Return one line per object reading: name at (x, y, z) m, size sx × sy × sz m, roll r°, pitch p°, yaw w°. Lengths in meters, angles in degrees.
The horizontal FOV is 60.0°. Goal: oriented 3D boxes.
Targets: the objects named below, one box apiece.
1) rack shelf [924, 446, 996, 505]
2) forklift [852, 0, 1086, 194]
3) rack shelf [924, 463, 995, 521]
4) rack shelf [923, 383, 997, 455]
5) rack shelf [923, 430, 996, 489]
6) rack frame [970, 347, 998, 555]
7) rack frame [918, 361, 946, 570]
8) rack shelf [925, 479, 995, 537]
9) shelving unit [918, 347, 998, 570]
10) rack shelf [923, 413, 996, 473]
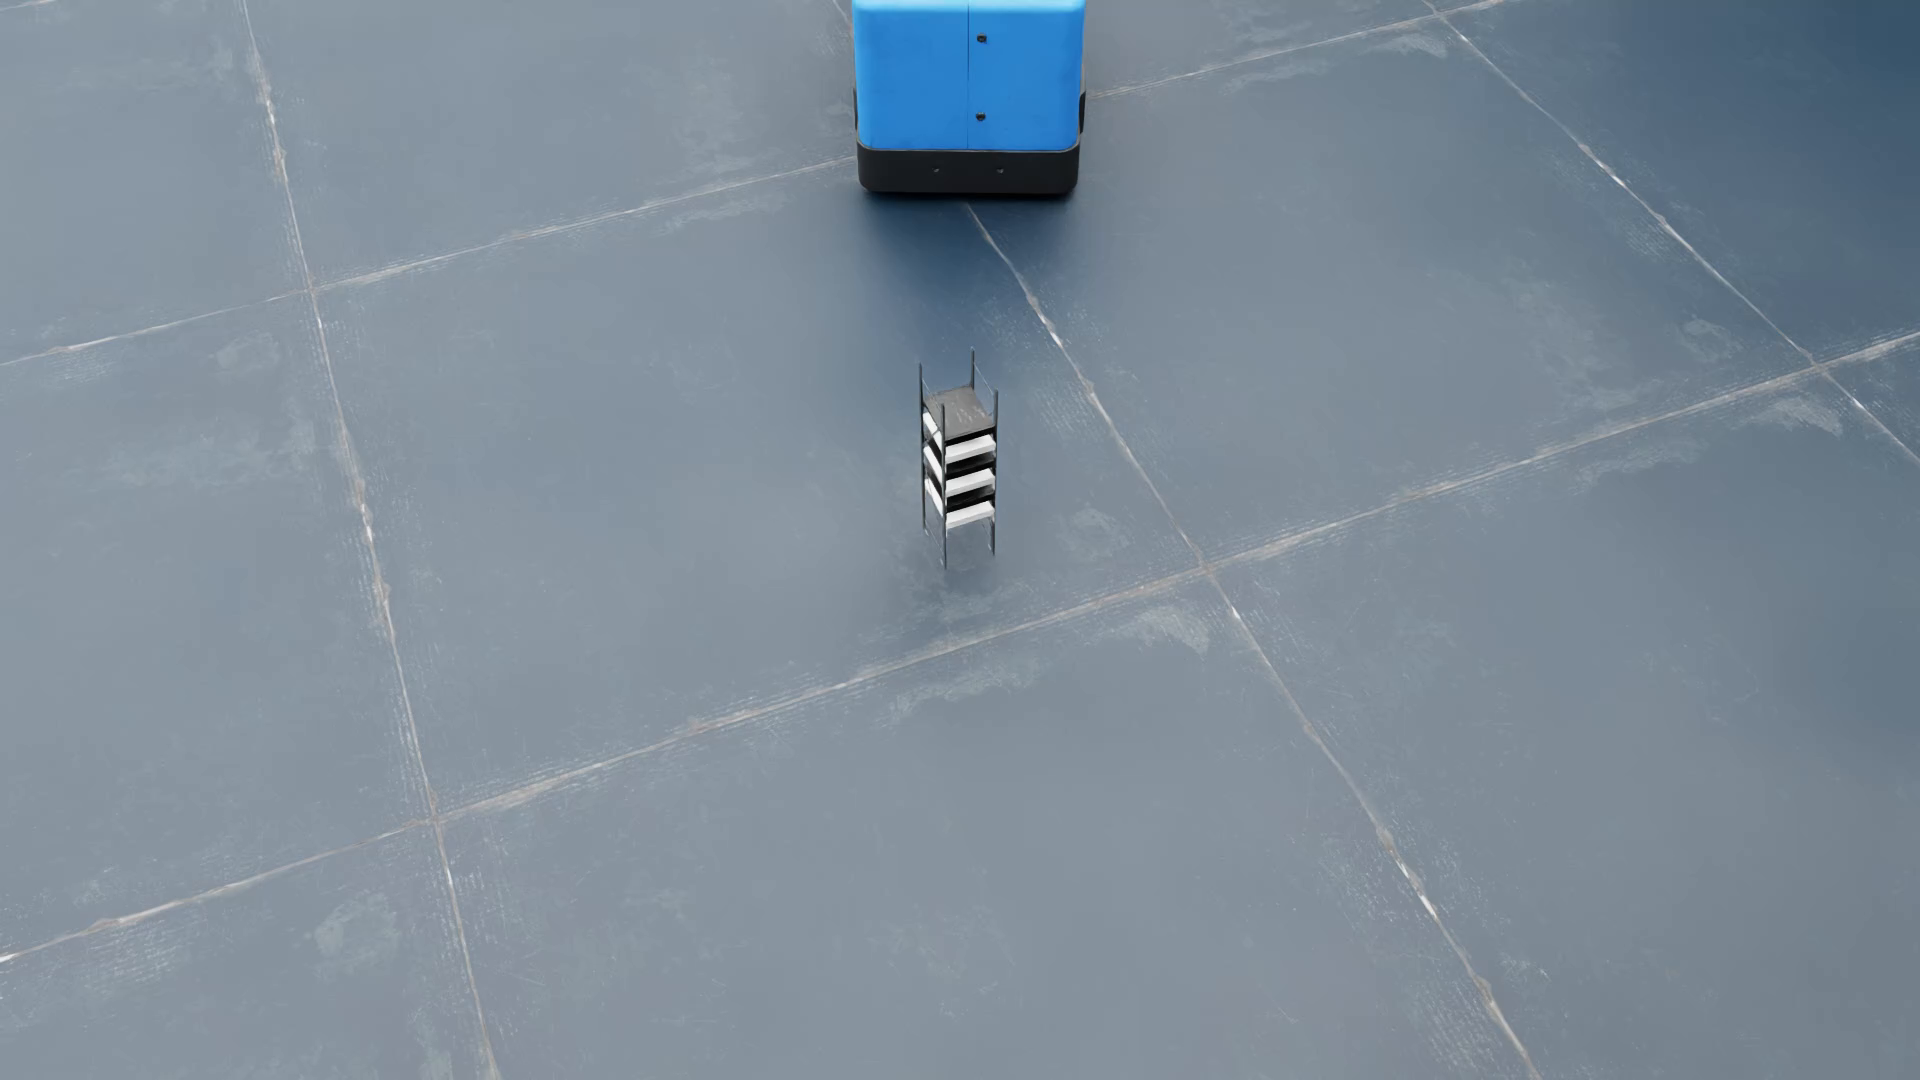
rack shelf at (-0.008, -0.269, 6.273) m, size 0.200 × 0.077 × 0.258 m, roll -17°, pitch 52°, yaw -14°
forklift at (0.063, -3.709, 7.844) m, size 1.130 × 2.935 × 3.031 m, roll 1°, pitch 49°, yaw 1°
rack shelf at (-0.008, -0.211, 6.341) m, size 0.200 × 0.077 × 0.258 m, roll -17°, pitch 52°, yaw -14°
rack shelf at (-0.008, -0.445, 6.068) m, size 0.200 × 0.077 × 0.258 m, roll -17°, pitch 52°, yaw -14°
rack shelf at (-0.008, -0.328, 6.204) m, size 0.200 × 0.077 × 0.258 m, roll -17°, pitch 52°, yaw -14°
rack frame at (0.087, -0.320, 6.272) m, size 0.006 × 0.900 × 0.240 m, roll -17°, pitch 52°, yaw -14°
rack frame at (-0.102, -0.262, 6.222) m, size 0.006 × 0.900 × 0.240 m, roll -17°, pitch 52°, yaw -14°
rack shelf at (-0.008, -0.152, 6.409) m, size 0.200 × 0.077 × 0.258 m, roll -17°, pitch 52°, yaw -14°
shelving unit at (-0.008, -0.291, 6.247) m, size 0.210 × 0.900 × 0.258 m, roll -17°, pitch 52°, yaw -14°
rack shelf at (-0.008, -0.386, 6.136) m, size 0.200 × 0.077 × 0.258 m, roll -17°, pitch 52°, yaw -14°
